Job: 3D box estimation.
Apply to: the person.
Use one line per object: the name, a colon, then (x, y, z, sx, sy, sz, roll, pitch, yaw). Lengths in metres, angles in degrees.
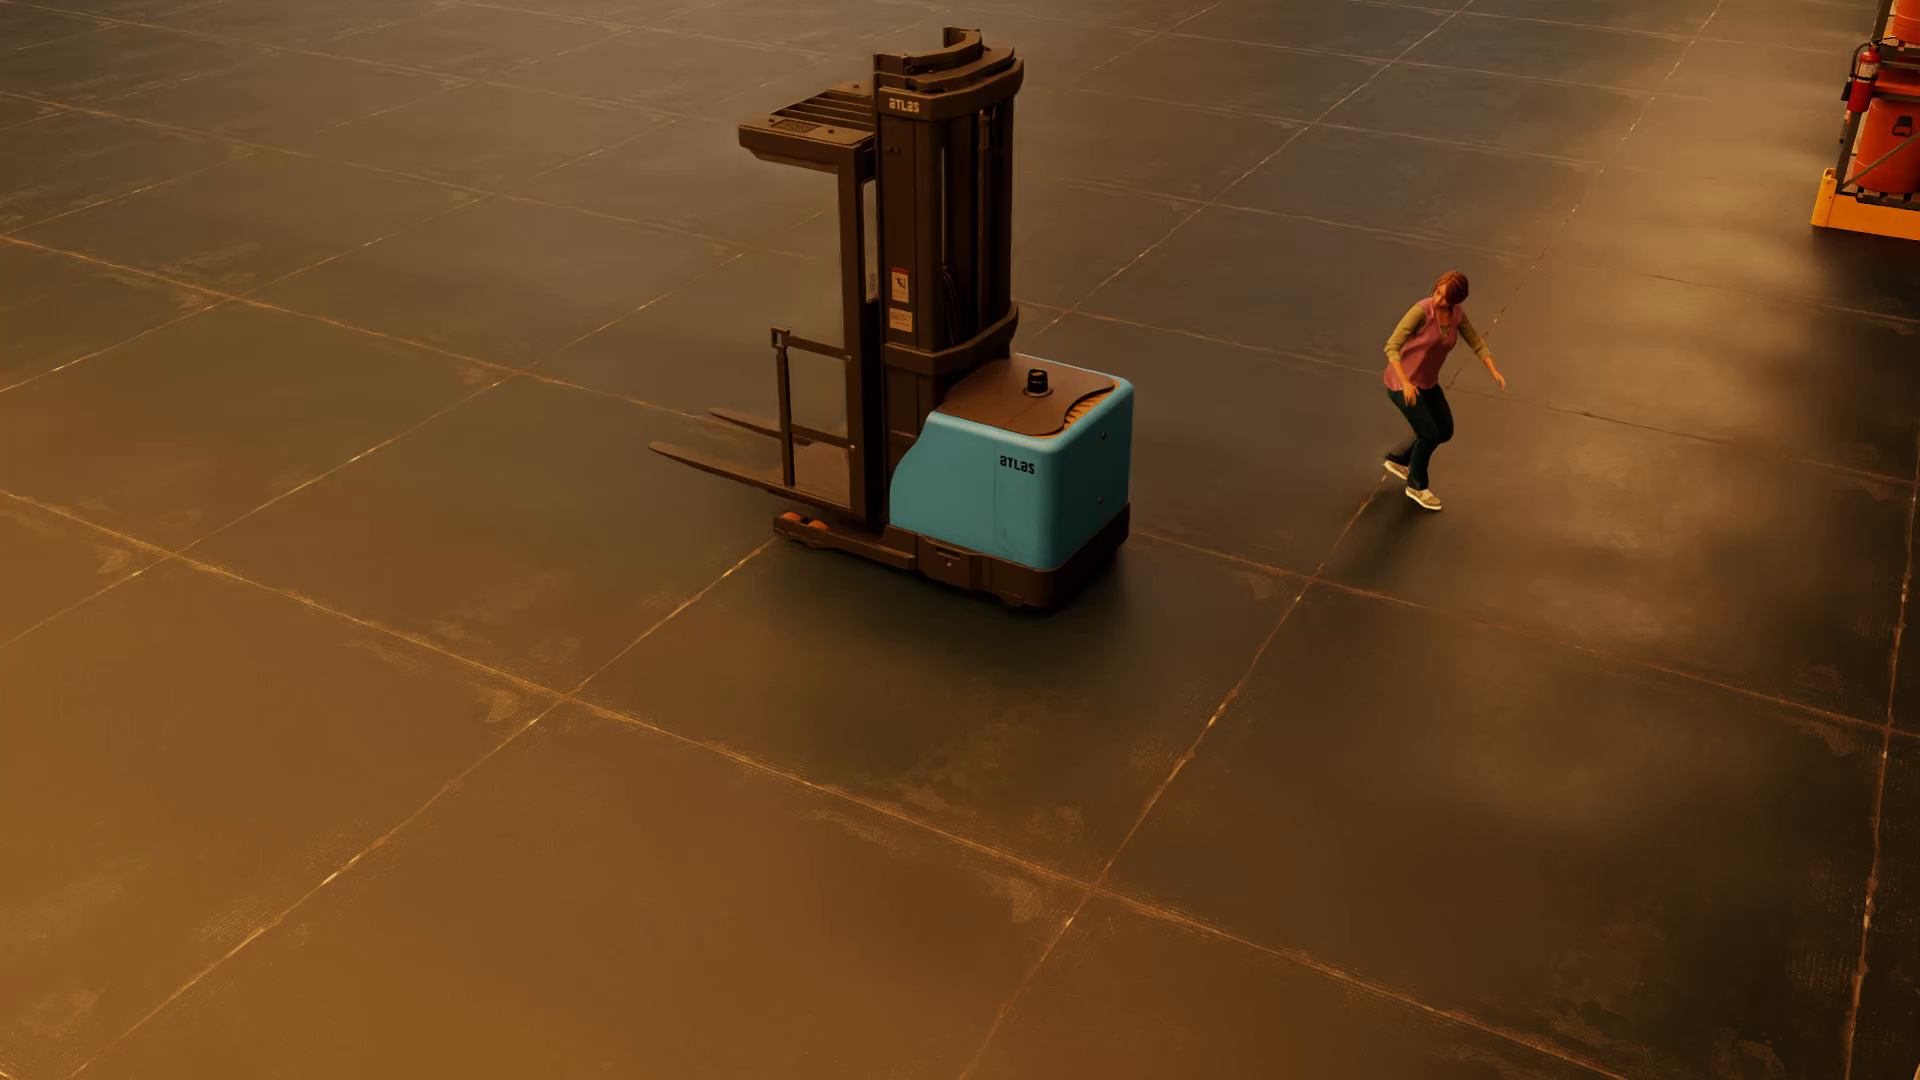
person: (2.954, -1.012, 10.162, 0.408, 1.597, 0.324, -11, 32, -19)

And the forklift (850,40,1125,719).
forklift: (0.147, -0.989, 8.783, 1.130, 2.935, 3.031, -7, 31, -11)
